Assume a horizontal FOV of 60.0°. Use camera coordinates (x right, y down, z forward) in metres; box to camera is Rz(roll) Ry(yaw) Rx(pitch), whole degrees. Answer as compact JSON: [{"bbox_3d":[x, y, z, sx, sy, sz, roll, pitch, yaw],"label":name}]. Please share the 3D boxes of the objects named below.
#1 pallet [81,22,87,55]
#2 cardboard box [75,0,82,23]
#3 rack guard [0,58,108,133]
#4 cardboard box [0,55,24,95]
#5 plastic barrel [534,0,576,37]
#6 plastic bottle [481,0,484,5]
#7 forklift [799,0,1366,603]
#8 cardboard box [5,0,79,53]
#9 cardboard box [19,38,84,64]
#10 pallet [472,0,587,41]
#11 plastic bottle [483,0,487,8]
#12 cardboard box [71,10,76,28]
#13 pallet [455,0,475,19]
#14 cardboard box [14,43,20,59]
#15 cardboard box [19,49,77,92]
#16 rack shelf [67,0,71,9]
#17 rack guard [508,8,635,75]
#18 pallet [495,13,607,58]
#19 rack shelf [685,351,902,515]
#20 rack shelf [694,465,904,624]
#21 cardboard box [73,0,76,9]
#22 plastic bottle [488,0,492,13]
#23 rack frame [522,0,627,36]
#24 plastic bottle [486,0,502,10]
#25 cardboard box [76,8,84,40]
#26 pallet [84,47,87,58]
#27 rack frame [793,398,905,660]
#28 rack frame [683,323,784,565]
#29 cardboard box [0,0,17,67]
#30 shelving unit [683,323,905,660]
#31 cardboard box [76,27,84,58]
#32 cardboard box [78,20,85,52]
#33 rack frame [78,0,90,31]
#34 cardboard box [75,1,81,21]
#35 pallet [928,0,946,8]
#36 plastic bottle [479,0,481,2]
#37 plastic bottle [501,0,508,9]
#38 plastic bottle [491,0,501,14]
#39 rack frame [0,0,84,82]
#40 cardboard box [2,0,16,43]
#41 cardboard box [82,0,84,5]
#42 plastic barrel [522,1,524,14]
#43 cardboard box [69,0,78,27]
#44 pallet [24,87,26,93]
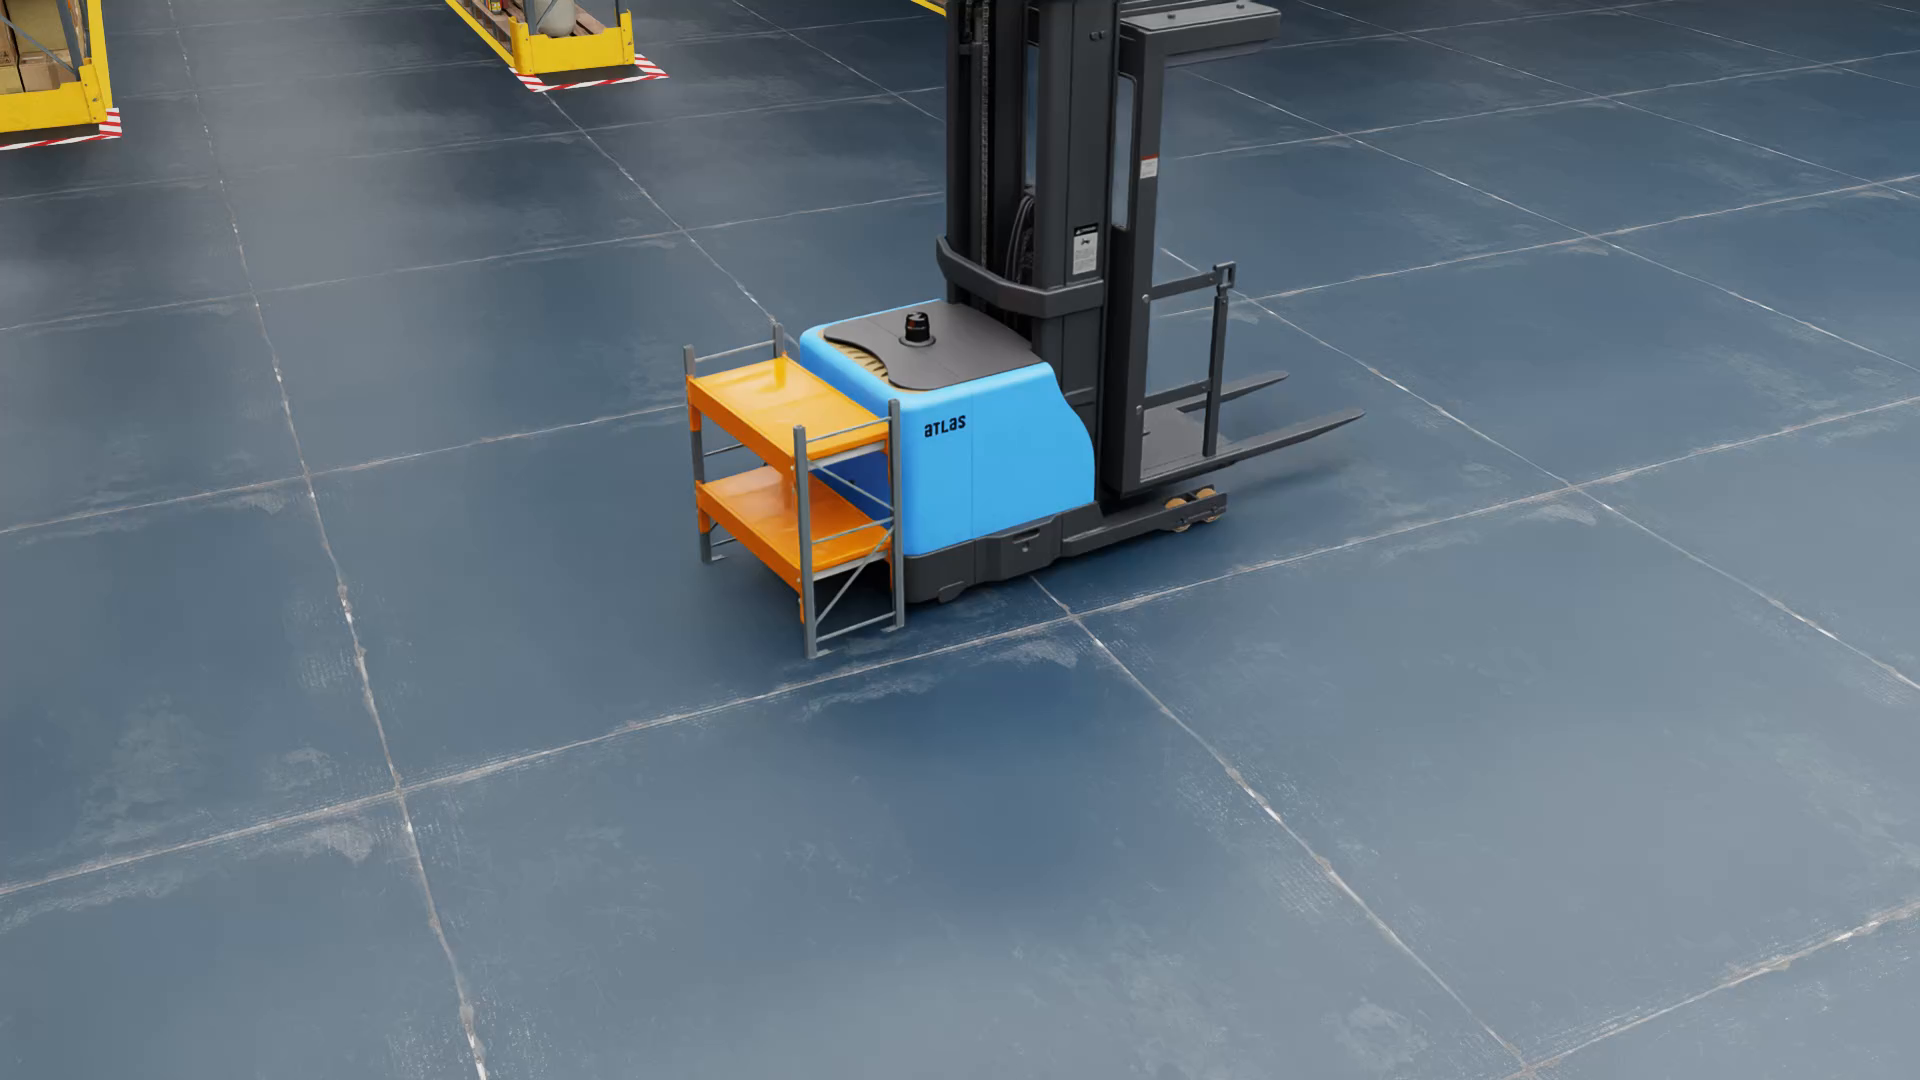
[{"bbox_3d":[-9.695,-5.226,17.354,1.003,0.211,1.213,-13,32,-22],"label":"pallet"},{"bbox_3d":[-9.602,-5.627,17.600,0.500,0.250,0.500,-13,32,-22],"label":"cardboard box"},{"bbox_3d":[-8.271,-3.934,14.755,1.175,0.500,0.348,-13,32,-22],"label":"rack guard"},{"bbox_3d":[-8.779,-4.194,15.044,0.500,0.250,0.500,-13,32,-22],"label":"cardboard box"},{"bbox_3d":[-4.158,-5.446,17.010,0.421,0.512,0.421,0,29,0],"label":"plastic barrel"},{"bbox_3d":[-5.208,-6.080,18.285,0.144,0.351,0.185,-12,31,-20],"label":"plastic bottle"},{"bbox_3d":[0.749,-1.520,7.964,3.031,2.935,1.130,-17,34,-28],"label":"forklift"},{"bbox_3d":[-8.527,-4.850,15.448,0.500,0.500,0.500,-13,32,-22],"label":"cardboard box"},{"bbox_3d":[-8.529,-4.523,15.631,0.500,0.250,0.500,-13,32,-22],"label":"cardboard box"},{"bbox_3d":[-4.745,-5.779,18.341,1.003,0.211,1.213,-13,32,-22],"label":"pallet"},{"bbox_3d":[-5.134,-5.975,18.174,0.152,0.276,0.135,-14,32,-23],"label":"plastic bottle"},{"bbox_3d":[-8.754,-5.068,15.837,0.500,0.500,0.500,-13,32,-22],"label":"cardboard box"},{"bbox_3d":[-5.273,-6.319,19.303,1.003,0.211,1.213,-13,32,-22],"label":"pallet"},{"bbox_3d":[-9.004,-4.412,15.434,0.500,0.250,0.500,-13,32,-22],"label":"cardboard box"},{"bbox_3d":[-8.311,-4.303,15.238,0.500,0.250,0.500,-13,32,-22],"label":"cardboard box"},{"bbox_3d":[-9.140,-5.605,15.914,1.077,0.370,4.000,-13,32,-22],"label":"rack shelf"},{"bbox_3d":[-3.881,-5.007,16.668,1.175,0.500,0.348,-13,32,-22],"label":"rack guard"},{"bbox_3d":[-4.225,-5.241,17.381,1.003,0.211,1.213,-13,32,-22],"label":"pallet"},{"bbox_3d":[-0.752,-0.496,7.386,0.538,0.278,1.000,-18,34,-29],"label":"rack shelf"},{"bbox_3d":[-0.752,-0.028,7.649,0.538,0.278,1.000,-18,34,-29],"label":"rack shelf"},{"bbox_3d":[-9.180,-5.511,16.626,0.500,0.500,0.500,-13,32,-22],"label":"cardboard box"},{"bbox_3d":[-5.057,-5.848,17.939,0.061,0.283,0.133,-12,32,-21],"label":"plastic bottle"},{"bbox_3d":[-3.806,-6.074,16.015,1.000,3.000,0.127,-13,32,-22],"label":"rack frame"},{"bbox_3d":[-5.074,-5.914,18.065,0.152,0.276,0.135,-13,32,-22],"label":"plastic bottle"},{"bbox_3d":[-9.169,-5.186,16.814,0.500,0.250,0.500,-13,32,-22],"label":"cardboard box"},{"bbox_3d":[-9.168,-4.686,16.391,1.003,0.211,1.213,-13,32,-22],"label":"pallet"},{"bbox_3d":[-0.467,-0.035,7.163,0.500,1.125,0.032,-18,34,-29],"label":"rack frame"},{"bbox_3d":[-1.038,-0.447,7.896,0.500,1.125,0.032,-18,34,-29],"label":"rack frame"},{"bbox_3d":[-8.781,-4.521,14.860,0.500,0.500,0.500,-13,32,-22],"label":"cardboard box"},{"bbox_3d":[-0.752,-0.241,7.530,0.538,1.125,1.048,-18,34,-29],"label":"shelving unit"},{"bbox_3d":[-8.743,-4.744,16.025,0.500,0.250,0.500,-13,32,-22],"label":"cardboard box"},{"bbox_3d":[-8.953,-4.966,16.421,0.500,0.250,0.500,-13,32,-22],"label":"cardboard box"},{"bbox_3d":[-9.999,-6.802,17.314,1.000,3.000,0.127,-13,32,-22],"label":"rack frame"},{"bbox_3d":[-9.397,-5.404,17.203,0.500,0.250,0.500,-13,32,-22],"label":"cardboard box"},{"bbox_3d":[0.318,-6.297,19.264,1.003,0.211,1.213,-13,32,-22],"label":"pallet"},{"bbox_3d":[-5.288,-6.162,18.431,0.144,0.351,0.185,-13,32,-22],"label":"plastic bottle"},{"bbox_3d":[-4.978,-5.940,18.103,0.061,0.283,0.133,-13,32,-22],"label":"plastic bottle"},{"bbox_3d":[-4.991,-5.764,17.874,0.097,0.201,0.097,0,29,0],"label":"plastic bottle"},{"bbox_3d":[-8.282,-5.035,14.163,1.000,3.000,0.127,-13,32,-22],"label":"rack frame"},{"bbox_3d":[-9.223,-4.959,15.642,0.500,0.500,0.500,-13,32,-22],"label":"cardboard box"},{"bbox_3d":[-9.948,-6.016,18.294,0.500,0.250,0.500,-14,32,-23],"label":"cardboard box"},{"bbox_3d":[-4.373,-5.668,17.405,0.421,0.512,0.421,0,29,0],"label":"plastic barrel"},{"bbox_3d":[-8.952,-5.293,16.238,0.500,0.500,0.500,-13,32,-22],"label":"cardboard box"},{"bbox_3d":[-8.648,-4.148,15.432,1.003,0.211,1.213,-13,32,-22],"label":"pallet"}]
